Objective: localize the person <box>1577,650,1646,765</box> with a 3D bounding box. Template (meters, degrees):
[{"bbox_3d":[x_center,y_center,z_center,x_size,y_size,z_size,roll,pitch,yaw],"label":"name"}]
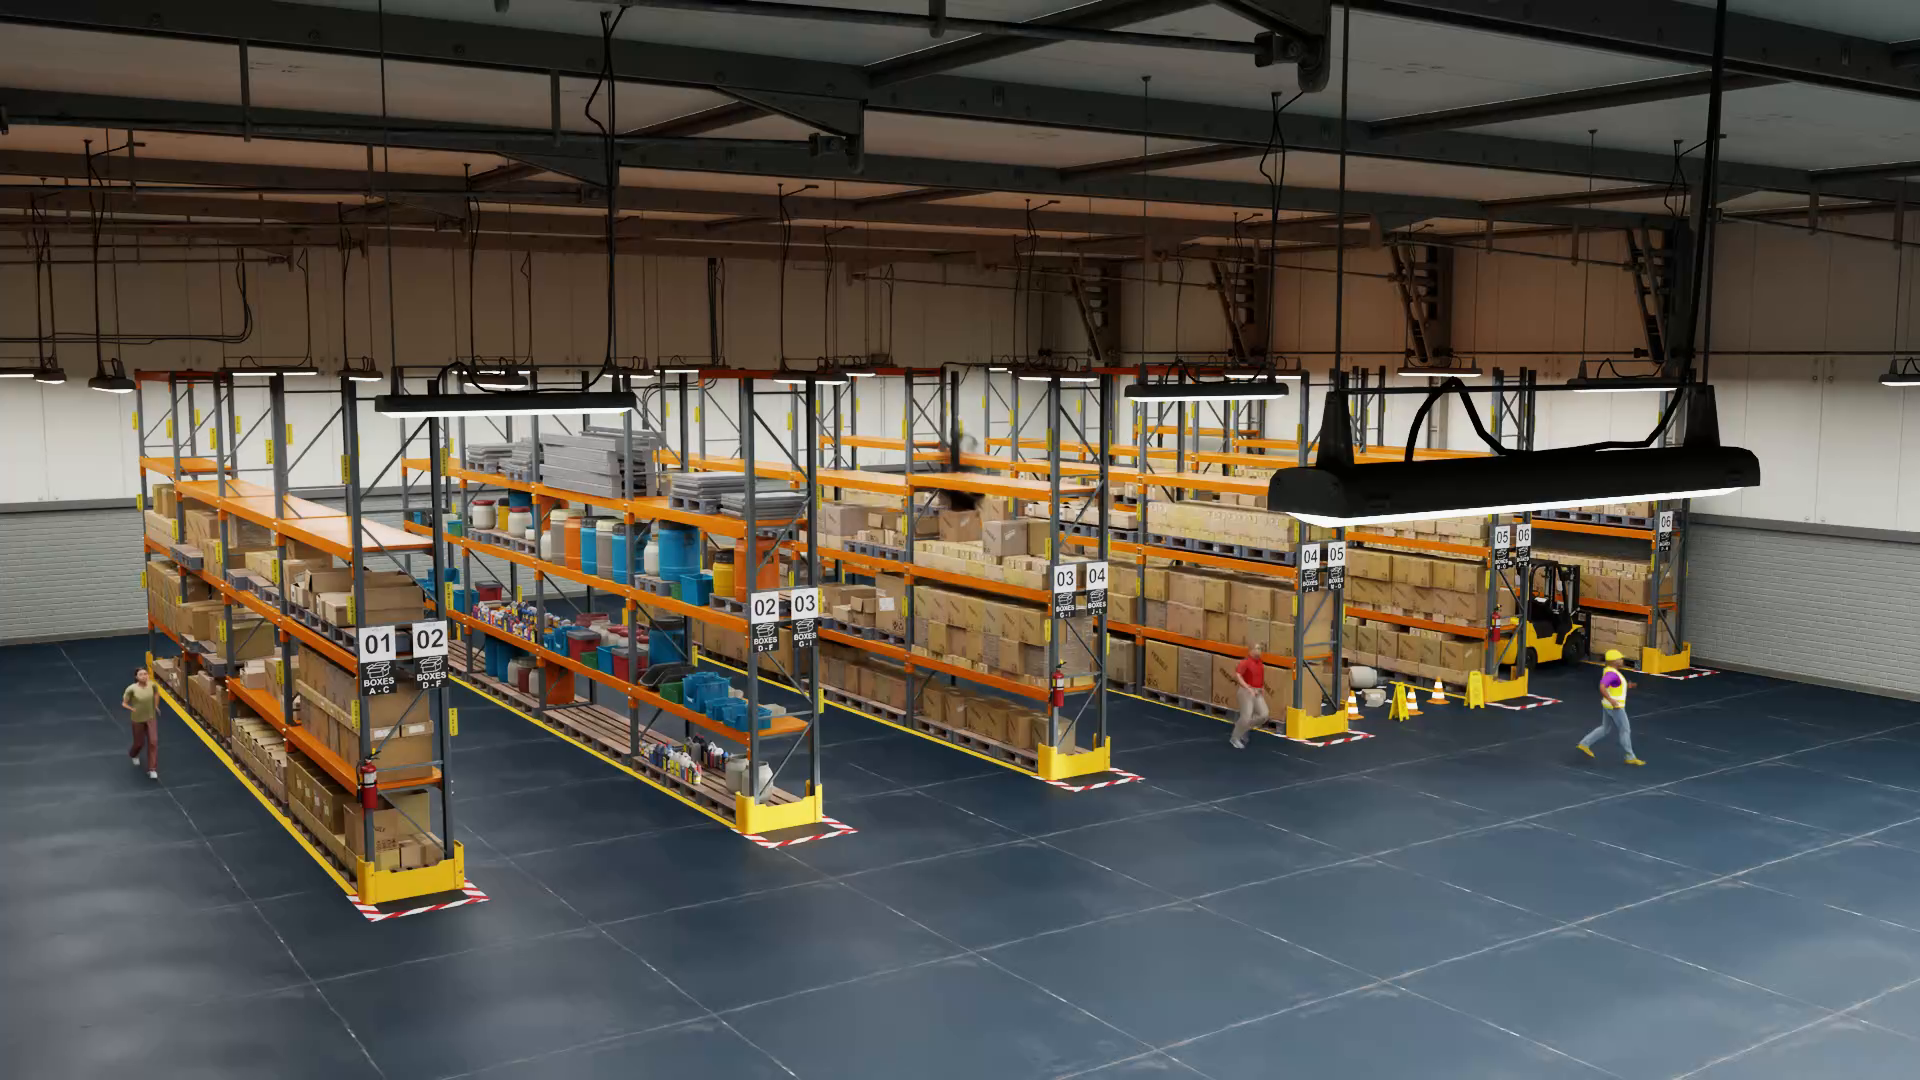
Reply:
[{"bbox_3d":[10.024,2.551,25.504,0.989,1.754,0.700,1,7,10],"label":"person"}]

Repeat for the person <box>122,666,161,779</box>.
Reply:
[{"bbox_3d":[-12.251,2.696,24.926,0.562,1.656,0.914,-6,8,-40],"label":"person"}]

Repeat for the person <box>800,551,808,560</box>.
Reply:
[{"bbox_3d":[-4.062,0.785,41.726,0.588,1.747,0.795,-3,7,-23],"label":"person"}]

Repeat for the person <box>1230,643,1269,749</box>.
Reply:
[{"bbox_3d":[4.728,2.494,26.793,0.719,1.676,0.549,-6,9,-41],"label":"person"}]
